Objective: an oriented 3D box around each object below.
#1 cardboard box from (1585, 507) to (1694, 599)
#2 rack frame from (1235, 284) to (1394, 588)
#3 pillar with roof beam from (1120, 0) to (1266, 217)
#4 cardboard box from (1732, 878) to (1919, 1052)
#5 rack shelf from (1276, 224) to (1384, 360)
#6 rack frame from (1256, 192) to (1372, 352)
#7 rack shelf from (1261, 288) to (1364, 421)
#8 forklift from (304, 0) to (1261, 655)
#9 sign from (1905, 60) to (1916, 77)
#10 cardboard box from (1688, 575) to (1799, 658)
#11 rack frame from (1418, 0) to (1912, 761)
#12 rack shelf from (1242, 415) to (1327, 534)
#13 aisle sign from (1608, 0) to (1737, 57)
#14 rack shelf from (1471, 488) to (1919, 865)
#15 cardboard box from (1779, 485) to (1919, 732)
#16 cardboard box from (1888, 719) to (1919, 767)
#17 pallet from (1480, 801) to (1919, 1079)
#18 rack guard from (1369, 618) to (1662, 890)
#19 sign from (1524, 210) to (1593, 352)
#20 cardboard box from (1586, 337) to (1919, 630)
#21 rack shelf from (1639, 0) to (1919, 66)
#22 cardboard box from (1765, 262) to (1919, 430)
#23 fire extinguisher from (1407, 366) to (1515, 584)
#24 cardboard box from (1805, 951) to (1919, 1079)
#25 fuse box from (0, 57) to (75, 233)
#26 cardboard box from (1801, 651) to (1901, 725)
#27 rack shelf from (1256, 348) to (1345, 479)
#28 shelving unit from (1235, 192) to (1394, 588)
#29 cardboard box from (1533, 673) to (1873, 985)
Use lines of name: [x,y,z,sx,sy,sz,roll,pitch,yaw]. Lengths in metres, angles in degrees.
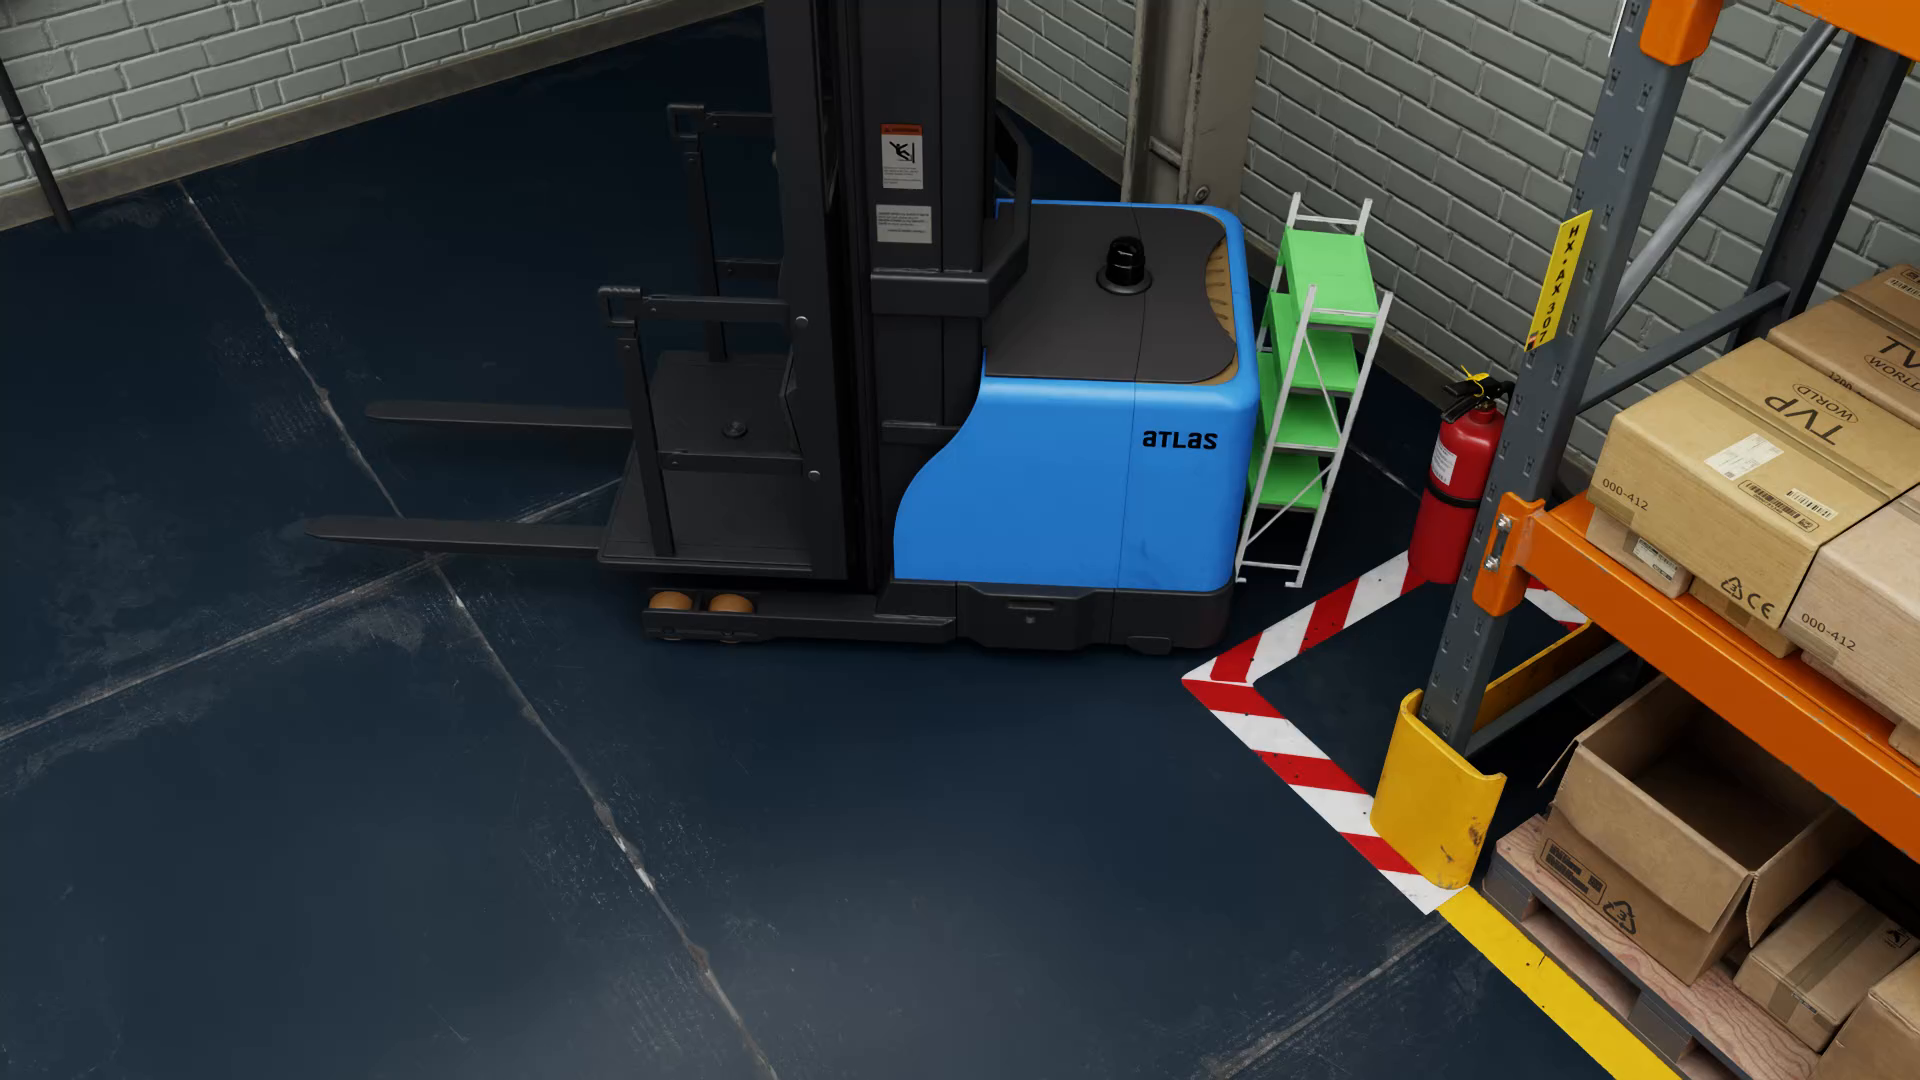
cardboard box: [1.676,-0.061,3.824,0.380,0.149,0.250,-26,49,-25]
rack frame: [1.073,-0.287,5.168,0.240,1.200,0.015,5,44,-1]
pillar with roof beam: [-2.622,-2.799,2.165,9.100,9.000,0.400,-26,49,-24]
cardboard box: [2.196,1.073,4.215,0.380,0.149,0.250,-28,50,-26]
rack shelf: [1.119,-0.754,5.056,0.258,0.148,0.480,5,44,-1]
rack frame: [1.099,-0.623,5.520,0.240,1.200,0.015,5,44,-1]
rack shelf: [1.100,-0.581,5.222,0.258,0.148,0.480,5,44,-1]
forklift: [-0.623,-1.088,4.767,3.031,2.935,1.130,3,44,3]
sign: [2.179,-1.188,3.754,0.100,0.325,0.005,-26,49,-24]
cardboard box: [1.859,0.065,3.692,0.380,0.149,0.250,-25,49,-23]
rack frame: [1.712,-0.447,4.045,1.000,3.000,0.127,-26,49,-24]
rack shelf: [1.063,-0.237,5.554,0.258,0.148,0.480,5,44,-1]
aisle sign: [1.433,-1.309,3.067,0.394,0.787,0.004,-26,49,-24]
rack shelf: [2.857,0.946,3.107,1.077,0.370,4.000,-26,49,-24]
cardboard box: [2.040,0.149,3.315,0.500,0.250,0.500,-25,49,-24]
cardboard box: [2.132,0.367,3.375,0.380,0.149,0.250,-24,49,-23]
pallet: [2.213,1.056,4.491,1.003,0.211,1.213,-26,49,-24]
rack guard: [1.756,0.501,4.864,1.175,0.500,0.348,-26,49,-24]
sign: [1.268,-0.545,3.522,0.100,0.325,0.005,-26,49,-24]
cardboard box: [1.751,-0.136,3.614,0.500,0.250,0.500,-25,49,-24]
rack shelf: [2.857,-0.139,2.072,1.077,0.370,4.000,-26,49,-24]
cardboard box: [2.193,-0.344,3.831,0.500,0.250,0.500,-24,49,-23]
fire extinguisher: [1.249,-0.184,4.097,0.296,0.674,0.183,-26,49,-24]
cardboard box: [2.442,1.189,3.838,0.700,0.500,0.500,-24,49,-23]
fuse box: [-3.795,-1.949,6.552,0.539,1.711,0.414,-26,49,-24]
cardboard box: [2.038,0.200,3.550,0.380,0.149,0.250,-26,50,-25]
rack shelf: [1.081,-0.409,5.388,0.258,0.148,0.480,5,44,-1]
shelving unit: [1.086,-0.455,5.344,0.258,1.200,0.503,5,44,-1]
cardboard box: [1.985,0.688,4.360,0.797,0.503,0.637,-28,50,-26]
